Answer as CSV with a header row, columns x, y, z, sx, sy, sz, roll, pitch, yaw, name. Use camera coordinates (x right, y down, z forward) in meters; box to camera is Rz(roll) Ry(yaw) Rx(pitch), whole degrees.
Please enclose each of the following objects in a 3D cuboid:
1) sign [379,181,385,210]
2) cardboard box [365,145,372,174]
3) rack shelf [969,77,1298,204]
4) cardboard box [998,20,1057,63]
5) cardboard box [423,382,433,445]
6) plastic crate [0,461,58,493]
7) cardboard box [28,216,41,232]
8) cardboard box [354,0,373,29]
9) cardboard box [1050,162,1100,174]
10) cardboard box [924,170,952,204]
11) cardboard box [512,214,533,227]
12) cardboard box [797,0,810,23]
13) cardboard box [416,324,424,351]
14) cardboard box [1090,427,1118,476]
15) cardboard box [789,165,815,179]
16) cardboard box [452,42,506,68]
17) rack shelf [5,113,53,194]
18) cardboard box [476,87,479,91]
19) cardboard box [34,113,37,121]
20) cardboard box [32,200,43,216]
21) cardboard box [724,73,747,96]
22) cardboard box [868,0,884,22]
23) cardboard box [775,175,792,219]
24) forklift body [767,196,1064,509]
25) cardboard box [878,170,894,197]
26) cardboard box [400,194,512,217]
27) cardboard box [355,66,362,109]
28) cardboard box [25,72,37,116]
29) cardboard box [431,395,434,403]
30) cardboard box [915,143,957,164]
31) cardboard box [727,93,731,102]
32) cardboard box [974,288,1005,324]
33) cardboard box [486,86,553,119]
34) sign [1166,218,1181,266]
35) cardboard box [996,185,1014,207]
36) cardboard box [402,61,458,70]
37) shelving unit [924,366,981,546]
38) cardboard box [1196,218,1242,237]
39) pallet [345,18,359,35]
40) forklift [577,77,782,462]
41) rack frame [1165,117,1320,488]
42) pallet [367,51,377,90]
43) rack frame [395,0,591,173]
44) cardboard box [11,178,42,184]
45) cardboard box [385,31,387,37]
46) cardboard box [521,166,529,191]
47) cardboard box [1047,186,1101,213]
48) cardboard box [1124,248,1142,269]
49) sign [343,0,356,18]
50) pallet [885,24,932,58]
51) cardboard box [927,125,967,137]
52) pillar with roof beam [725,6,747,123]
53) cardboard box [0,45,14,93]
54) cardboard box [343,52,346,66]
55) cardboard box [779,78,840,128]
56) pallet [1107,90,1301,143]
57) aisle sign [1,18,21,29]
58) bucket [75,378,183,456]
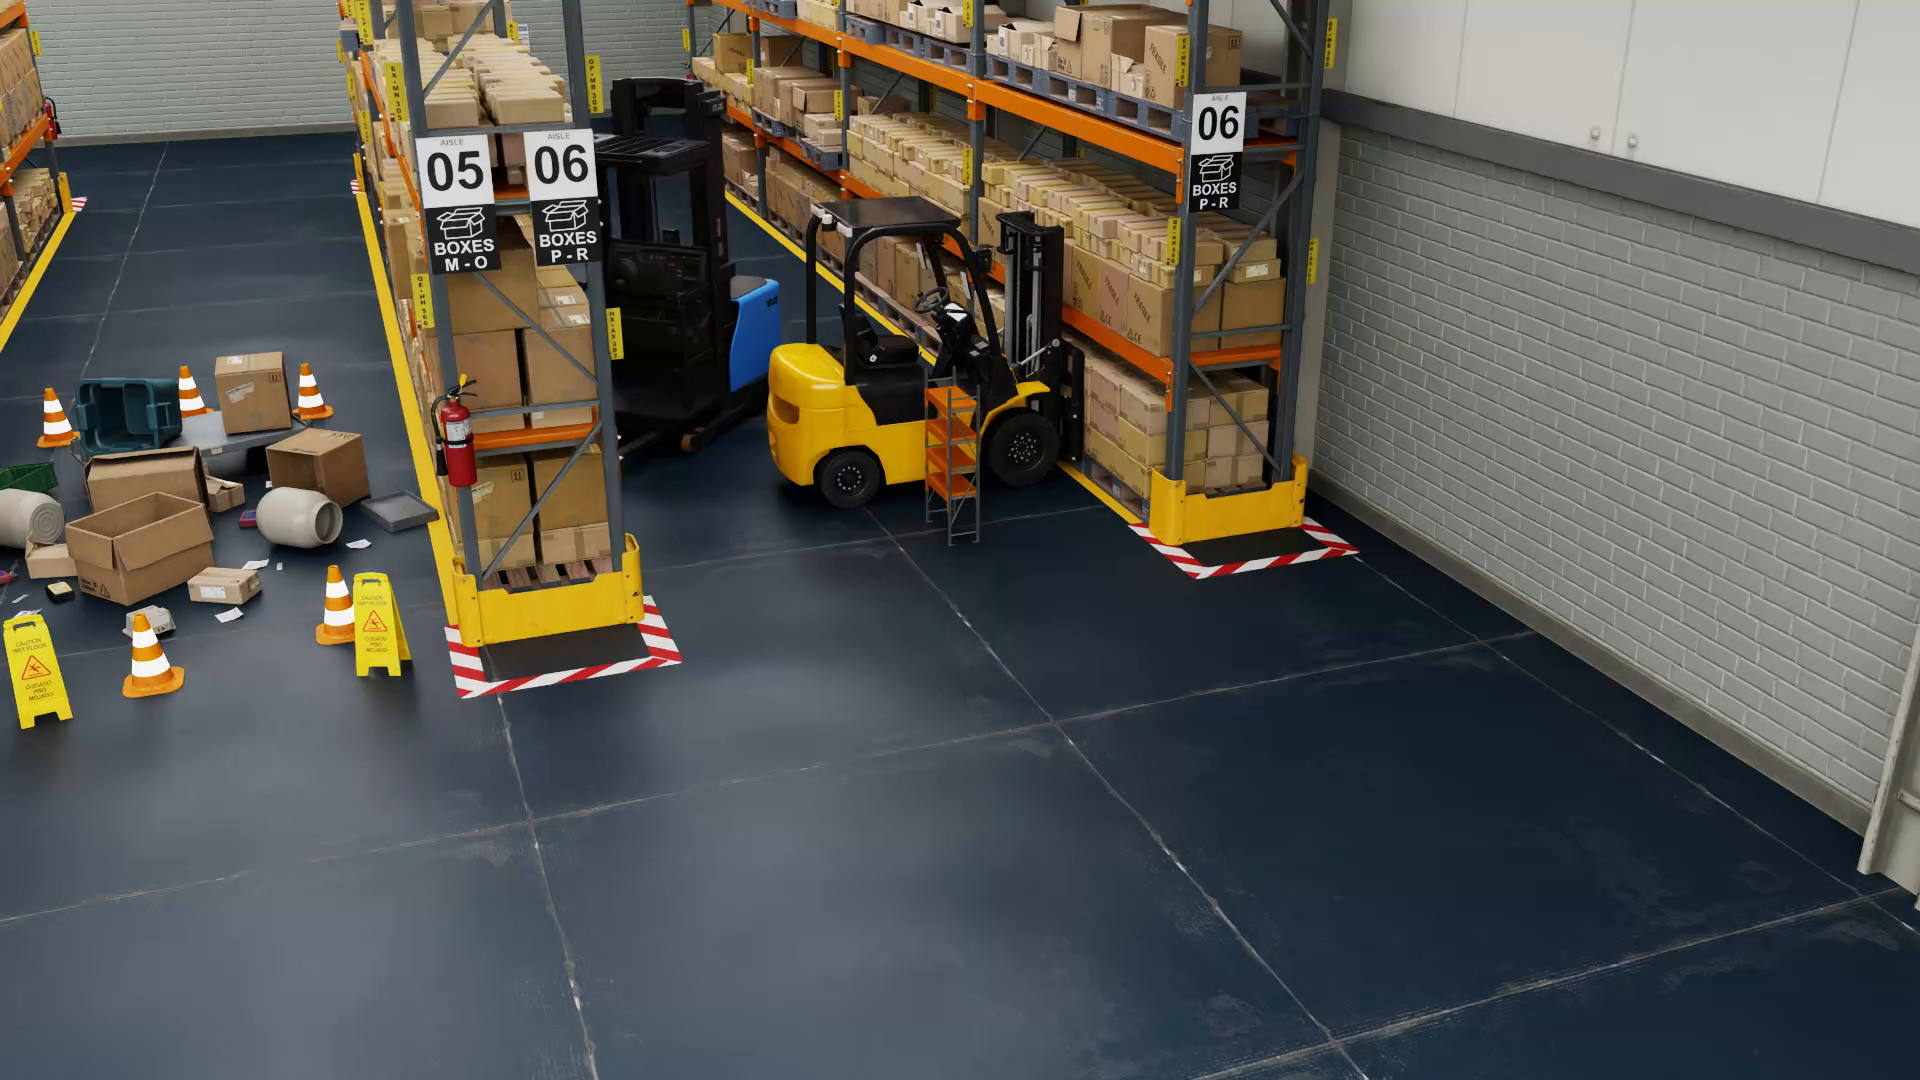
x,y,z,sx,sy,sz,roll,pitch,yaw,name
-4.584,-2.713,13.334,0.100,0.325,0.005,-8,24,-19,sign
-6.465,-4.339,18.876,0.500,0.250,0.500,-9,24,-20,cardboard box
1.283,-3.263,13.194,1.077,0.370,4.000,-8,24,-19,rack shelf
0.642,-4.184,13.899,0.500,0.311,0.500,-8,24,-18,cardboard box
-3.910,-1.084,12.995,0.500,0.500,0.500,-7,24,-17,cardboard box
-7.374,-0.388,12.855,0.450,0.188,0.662,-6,21,12,plastic crate
-11.812,-3.970,20.936,0.380,0.149,0.250,-9,24,-20,cardboard box
-5.753,-5.450,16.782,0.797,0.503,0.637,-10,25,-22,cardboard box
1.022,-3.250,14.751,0.380,0.149,0.250,-9,24,-20,cardboard box
-0.025,-3.430,16.075,0.500,0.250,0.500,-9,24,-20,cardboard box
-3.676,-2.313,13.363,0.500,0.500,0.500,-9,24,-20,cardboard box
-1.600,-6.223,19.484,0.500,0.250,0.500,-8,24,-19,cardboard box
-3.812,-1.516,12.309,0.380,0.149,0.250,-8,24,-19,cardboard box
1.361,-0.722,13.100,0.500,0.250,0.500,-8,24,-19,cardboard box
-1.991,-4.740,21.477,0.380,0.149,0.250,-9,24,-20,cardboard box
-3.578,-3.615,12.399,0.380,0.149,0.250,-8,24,-18,cardboard box
-12.194,-4.843,20.804,1.077,0.370,4.000,-8,24,-19,rack shelf
-3.118,-3.030,11.526,0.500,0.250,0.500,-8,24,-18,cardboard box
-12.468,-5.610,22.022,0.380,0.149,0.250,-8,24,-19,cardboard box
-11.870,-4.198,21.096,0.380,0.149,0.250,-8,24,-18,cardboard box
-3.012,-6.429,23.450,0.500,0.250,0.500,-9,24,-19,cardboard box
-0.537,-5.594,17.000,0.700,0.500,0.500,-9,24,-20,cardboard box
-2.092,-4.489,21.716,0.500,0.500,0.500,-9,24,-20,cardboard box
-0.387,-1.533,13.119,2.313,2.155,1.214,-8,24,-19,forklift body
-0.547,-3.759,17.500,0.500,0.250,0.500,-9,25,-21,cardboard box
-3.532,-2.159,11.712,0.700,0.500,0.500,-9,24,-19,cardboard box
-6.800,-5.290,19.523,0.500,0.500,0.500,-8,24,-19,cardboard box
-12.324,-5.768,21.562,0.500,0.500,0.500,-9,24,-20,cardboard box
-3.550,-0.942,11.821,0.380,0.149,0.250,-7,24,-17,cardboard box
-0.231,-3.838,16.530,0.380,0.149,0.250,-8,24,-19,cardboard box
-3.127,-6.375,23.835,0.380,0.149,0.250,-8,24,-19,cardboard box
0.454,-2.108,15.100,0.500,0.250,0.500,-9,24,-20,cardboard box
-2.691,-2.684,10.190,0.380,0.149,0.250,-8,24,-19,cardboard box
1.477,-2.059,11.477,0.100,0.325,0.005,-8,24,-19,sign
0.536,-3.038,14.633,0.380,0.149,0.250,-8,24,-18,cardboard box
-3.633,-3.178,11.363,0.380,0.149,0.250,-8,24,-18,cardboard box
-0.059,-0.613,12.160,0.258,1.200,0.503,-8,24,-19,shelving unit
1.903,-2.313,12.529,0.380,0.149,0.250,-8,24,-18,cardboard box
-6.154,-5.638,18.146,1.003,0.211,1.213,-7,24,-17,pallet
-2.630,-2.258,13.834,1.130,2.935,3.031,9,24,19,forklift
1.989,-1.486,11.913,1.000,3.000,0.127,-8,24,-19,rack frame
-4.554,-4.168,14.656,1.213,0.211,1.003,-8,24,-19,pallet
-2.653,-3.568,9.129,1.000,3.000,0.127,-8,24,-19,rack frame
-12.199,-4.619,21.710,0.380,0.149,0.250,-9,25,-21,cardboard box
-4.582,-4.140,14.002,0.500,0.250,0.500,-8,24,-18,cardboard box
-2.466,-2.235,10.152,0.380,0.149,0.250,-8,24,-19,cardboard box
0.941,-2.807,13.702,0.380,0.149,0.250,-8,24,-19,cardboard box
1.452,-2.110,12.430,0.380,0.149,0.250,-8,24,-18,cardboard box
-6.001,-5.294,16.319,0.100,0.325,0.005,-8,24,-19,sign
-0.115,-5.048,16.745,1.003,0.211,1.213,-7,24,-17,pallet
-0.130,-4.280,17.578,0.380,0.149,0.250,-8,24,-19,cardboard box
-7.799,-10.577,25.758,9.100,9.000,0.400,-8,24,-19,pillar with roof beam
-11.765,-5.663,20.024,0.500,0.500,0.500,-8,24,-18,cardboard box
-8.402,-6.910,23.367,0.500,0.500,0.500,-9,24,-20,cardboard box
-1.828,-5.406,20.544,0.700,0.500,0.500,-8,24,-19,cardboard box
1.764,-3.088,11.966,1.003,0.211,1.213,-8,24,-19,pallet
-12.645,-7.167,22.044,0.394,0.787,0.004,-8,24,-19,aisle sign
-6.456,-1.000,13.018,0.726,0.611,0.620,0,13,-1,bucket
